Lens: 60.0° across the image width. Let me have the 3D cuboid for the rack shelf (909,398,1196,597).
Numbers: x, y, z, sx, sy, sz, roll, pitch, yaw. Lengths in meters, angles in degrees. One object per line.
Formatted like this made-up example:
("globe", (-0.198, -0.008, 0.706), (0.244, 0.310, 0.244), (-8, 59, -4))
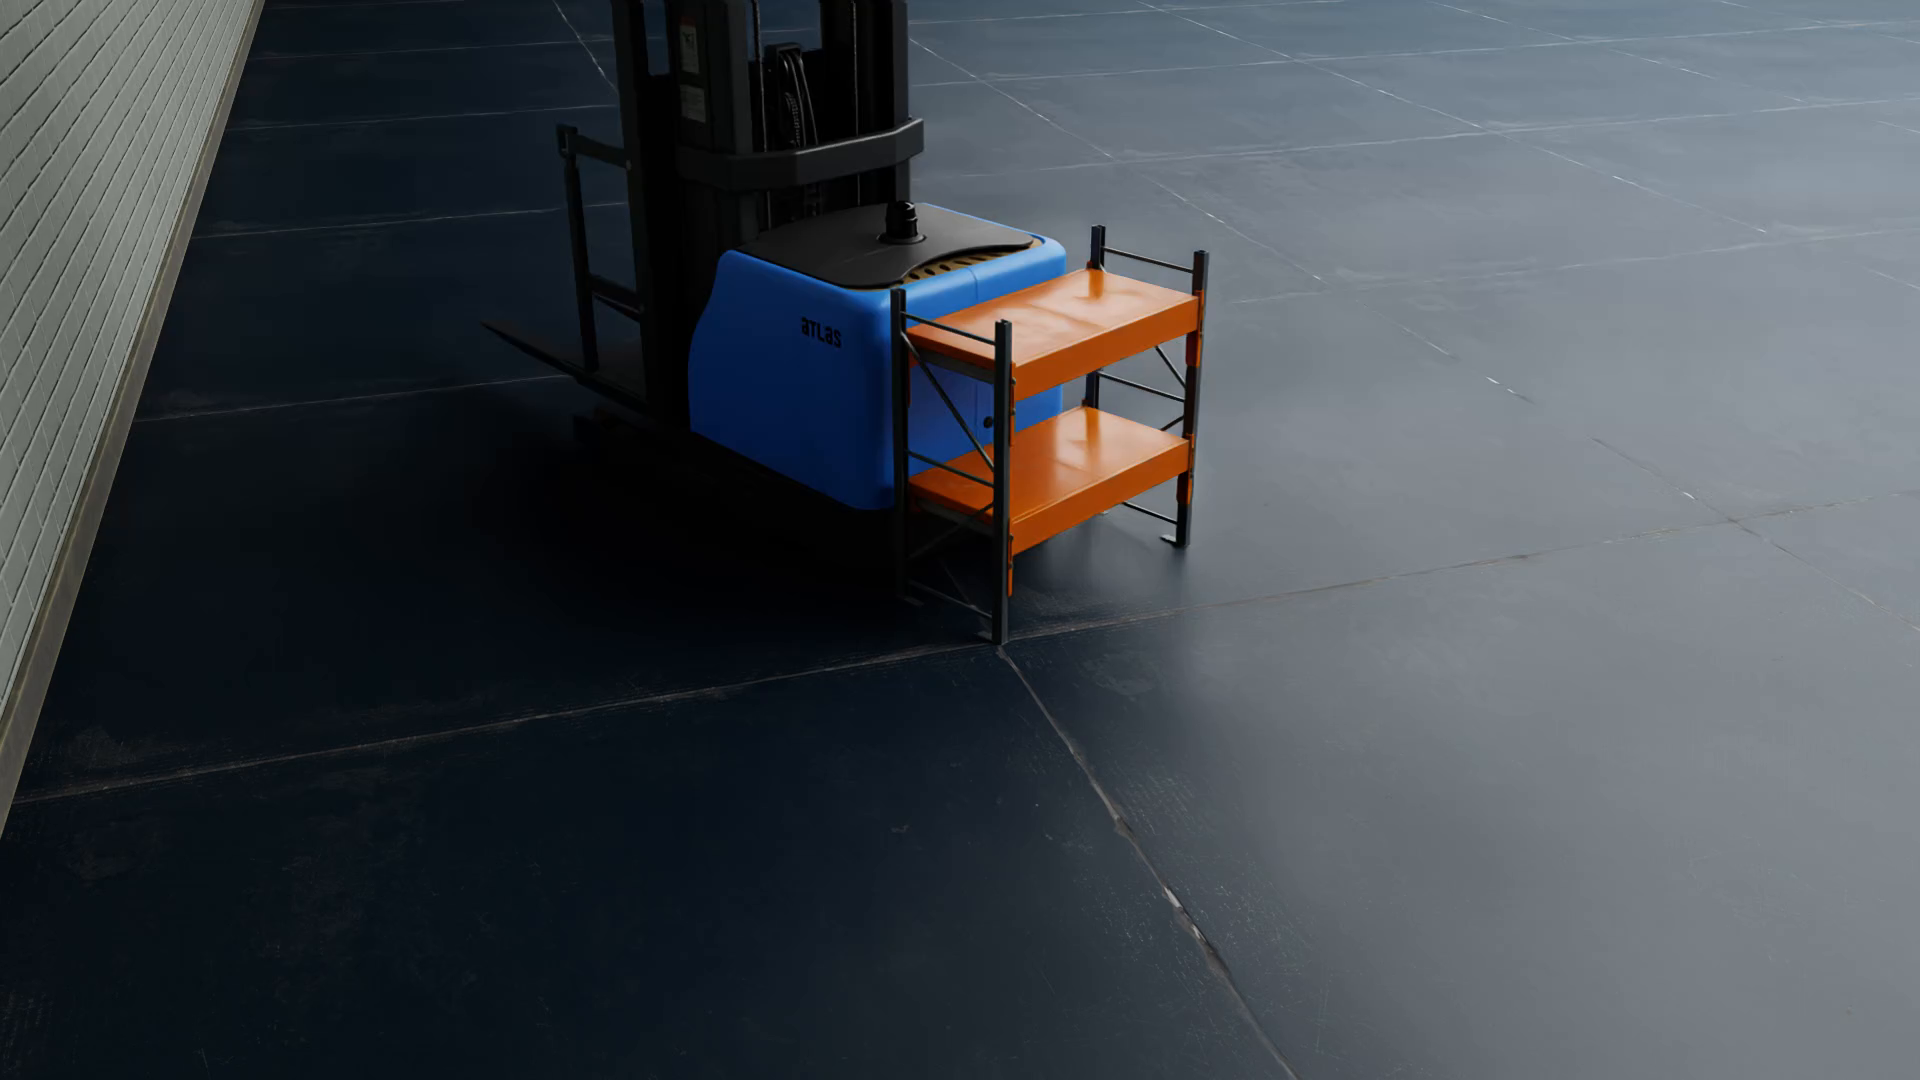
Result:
("rack shelf", (0.317, -0.176, 5.889), (0.538, 0.278, 1.000), (23, 34, 38))

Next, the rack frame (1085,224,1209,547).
("rack frame", (0.666, -0.559, 6.111), (0.500, 1.125, 0.032), (23, 34, 38))

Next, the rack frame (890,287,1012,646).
("rack frame", (-0.033, -0.231, 5.450), (0.500, 1.125, 0.032), (23, 34, 38))

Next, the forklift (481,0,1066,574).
("forklift", (-0.974, -1.758, 6.495), (1.130, 2.935, 3.031), (-23, 34, -38))

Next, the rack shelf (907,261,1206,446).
("rack shelf", (0.317, -0.657, 5.650), (0.538, 0.278, 1.000), (23, 34, 38))

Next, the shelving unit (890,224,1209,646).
("shelving unit", (0.317, -0.395, 5.780), (0.538, 1.125, 1.048), (23, 34, 38))
